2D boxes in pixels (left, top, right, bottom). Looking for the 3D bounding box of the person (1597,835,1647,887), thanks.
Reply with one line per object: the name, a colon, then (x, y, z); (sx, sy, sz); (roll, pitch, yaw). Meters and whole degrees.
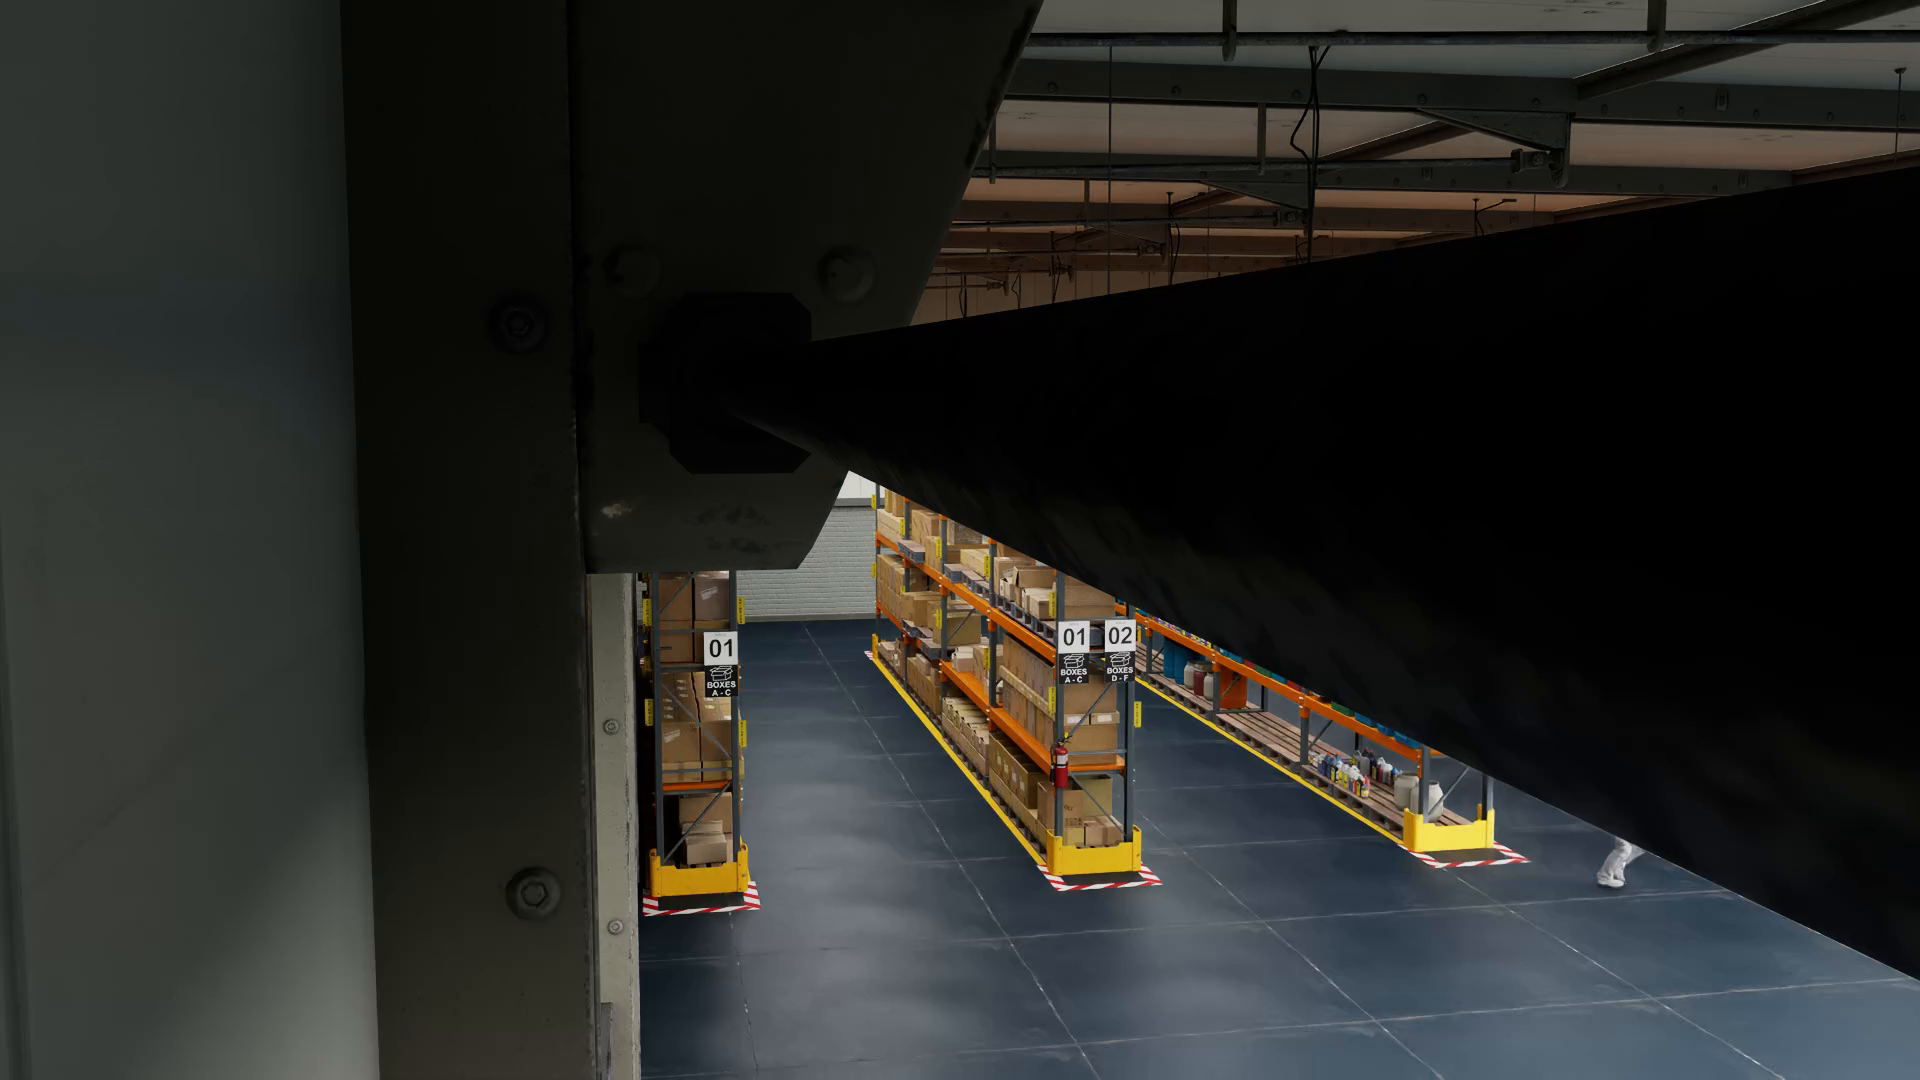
person: (8.137, 3.370, 20.273); (0.650, 1.735, 0.635); (2, 6, 19)
